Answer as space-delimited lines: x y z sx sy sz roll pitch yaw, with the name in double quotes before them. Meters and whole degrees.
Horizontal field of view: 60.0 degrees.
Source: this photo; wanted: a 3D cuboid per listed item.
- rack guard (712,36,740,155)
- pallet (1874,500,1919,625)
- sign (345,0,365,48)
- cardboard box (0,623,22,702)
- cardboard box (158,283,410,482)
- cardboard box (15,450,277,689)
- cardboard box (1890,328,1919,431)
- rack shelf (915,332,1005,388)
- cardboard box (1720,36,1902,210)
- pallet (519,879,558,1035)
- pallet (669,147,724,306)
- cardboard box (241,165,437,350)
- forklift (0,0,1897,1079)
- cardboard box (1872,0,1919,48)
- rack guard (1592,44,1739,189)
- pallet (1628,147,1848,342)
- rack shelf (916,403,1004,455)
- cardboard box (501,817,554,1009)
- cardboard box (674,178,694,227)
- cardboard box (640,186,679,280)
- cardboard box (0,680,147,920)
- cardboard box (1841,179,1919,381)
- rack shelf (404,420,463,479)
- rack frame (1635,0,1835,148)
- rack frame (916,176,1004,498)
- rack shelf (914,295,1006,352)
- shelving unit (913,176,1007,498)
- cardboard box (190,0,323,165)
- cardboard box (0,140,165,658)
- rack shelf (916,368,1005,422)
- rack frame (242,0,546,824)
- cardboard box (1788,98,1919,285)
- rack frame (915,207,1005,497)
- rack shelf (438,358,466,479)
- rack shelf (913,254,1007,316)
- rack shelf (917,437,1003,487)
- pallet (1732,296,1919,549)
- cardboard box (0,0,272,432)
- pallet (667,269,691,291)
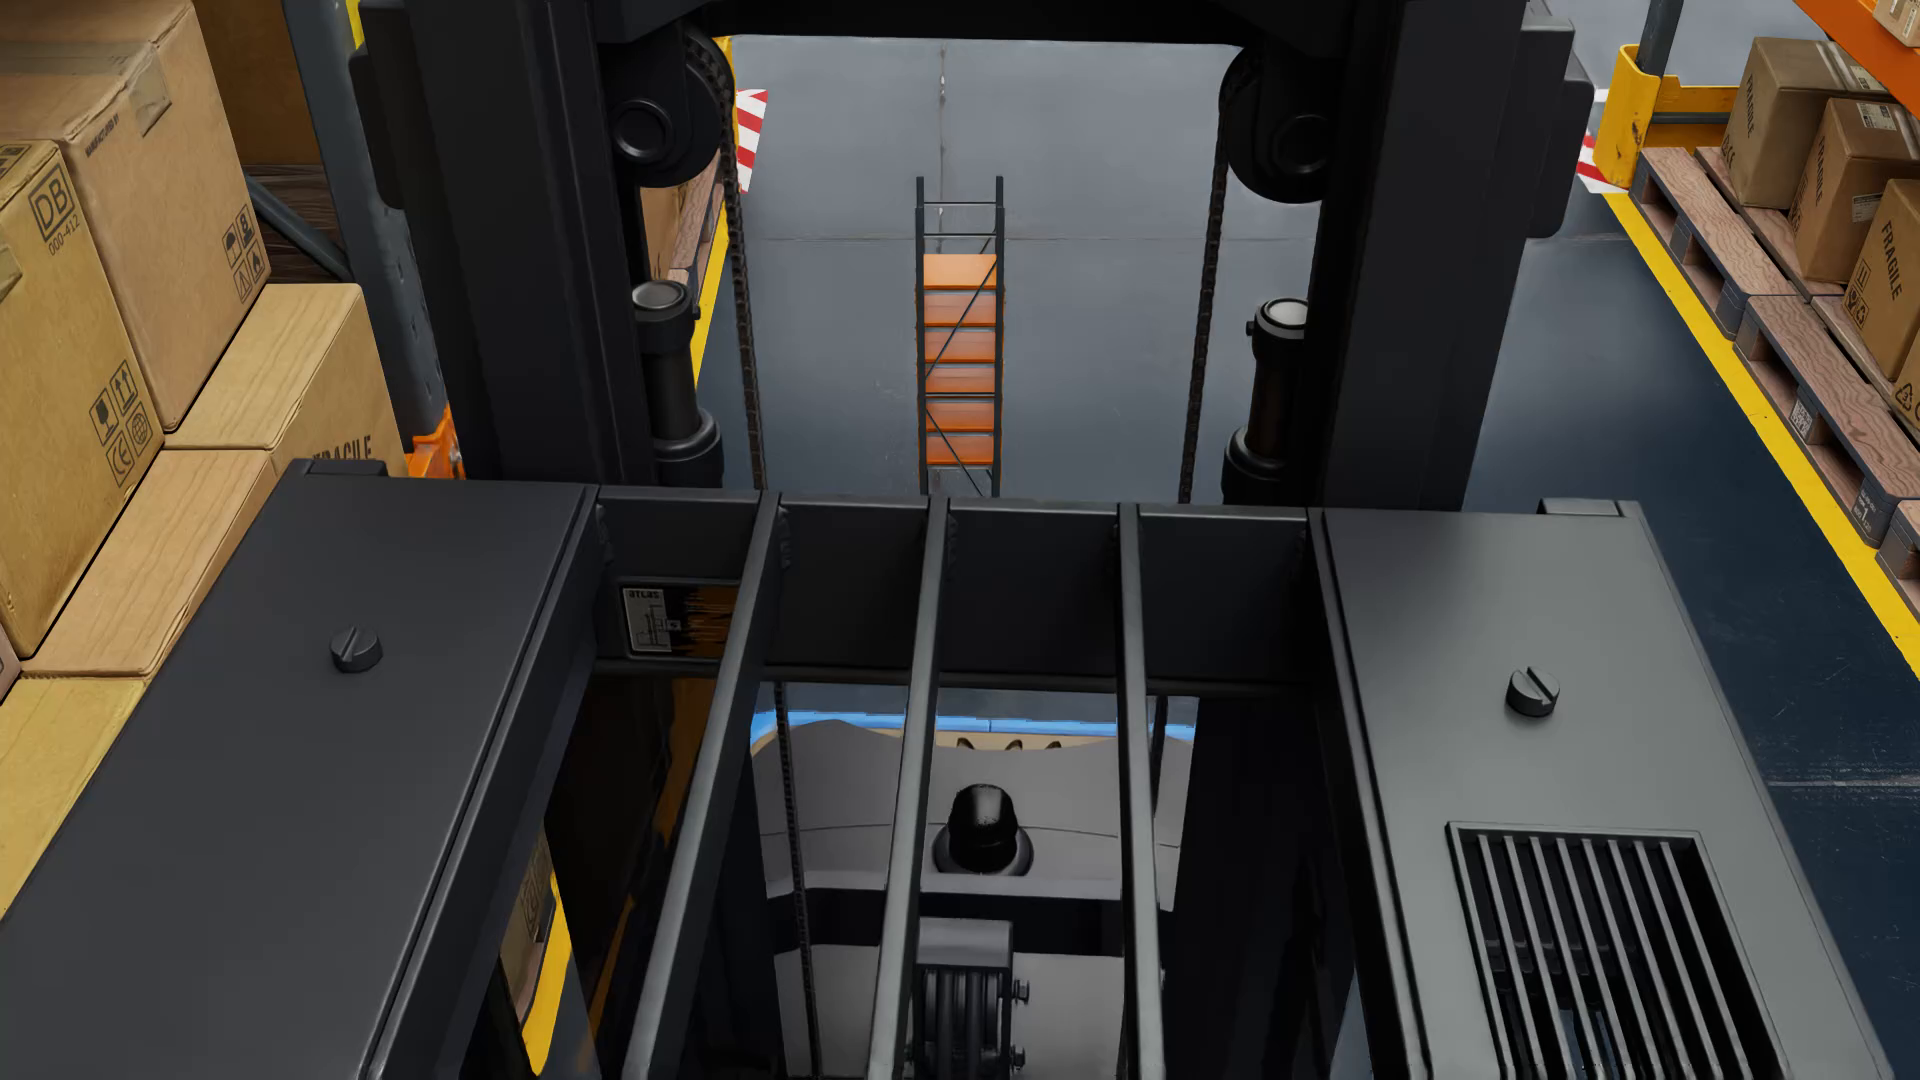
"rack guard" -1.580 -1.933 7.263 1.175 0.500 0.348 0 39 0
"pallet" 3.349 0.336 4.662 1.003 0.211 1.213 0 39 0
"sign" -1.033 -0.820 3.012 0.100 0.325 0.005 0 39 0
"cardboard box" -1.566 0.127 1.814 0.700 0.500 0.500 0 39 0
"cardboard box" -1.307 -0.105 2.903 0.500 0.500 0.500 0 39 0
"cardboard box" -1.307 0.211 2.508 0.500 0.500 0.500 0 39 -1
"cardboard box" 3.337 -0.518 5.160 0.500 0.500 0.500 -3 39 -4
"rack shelf" 0.000 -0.536 4.839 0.258 0.103 0.180 0 39 0
"cardboard box" 3.364 -1.632 6.551 0.500 0.500 0.500 7 39 8
"pallet" -1.499 1.178 3.611 1.003 0.211 1.213 0 39 0
"pallet" -1.501 -1.305 6.710 1.003 0.211 1.213 0 39 0
"cardboard box" -1.588 -0.681 3.582 0.875 0.550 0.550 0 39 0
"forklift" -0.021 0.943 1.730 1.130 2.935 3.031 2 39 2
"cardboard box" 3.047 -1.619 5.073 0.380 0.149 0.250 0 39 0
"rack guard" 3.380 -1.811 7.110 1.175 0.500 0.348 0 39 0
"pallet" 3.346 -1.190 6.566 1.003 0.211 1.213 0 39 0
"rack shelf" 0.000 -0.349 4.989 0.258 0.103 0.180 0 39 0
"cardboard box" -1.485 0.710 3.429 1.050 0.750 0.750 0 39 0
"cardboard box" -1.513 -1.804 6.466 0.875 0.875 0.875 0 39 0
"cardboard box" -1.510 -1.254 5.780 0.875 0.875 0.875 -1 39 -1
"cardboard box" -1.306 0.527 2.114 0.500 0.500 0.500 0 39 0
"cardboard box" 3.381 -0.867 5.596 0.500 0.500 0.500 3 39 4
"rack shelf" -1.573 1.139 2.005 1.077 0.370 4.000 0 39 0
"rack frame" 3.380 -2.834 6.388 1.000 3.000 0.127 0 39 0
"rack frame" 0.000 -0.534 4.957 0.240 1.200 0.006 0 39 0
"rack shelf" 0.000 -0.630 4.764 0.258 0.103 0.180 0 39 0
"shelving unit" 0.000 -0.477 4.886 0.258 1.200 0.189 0 39 0
"cardboard box" -1.541 -1.103 3.244 0.875 0.550 0.550 0 39 0
"cardboard box" -1.566 -0.189 2.208 0.700 0.500 0.500 -1 39 -1
"rack shelf" 0.000 -0.443 4.914 0.258 0.103 0.180 0 39 0
"rack frame" -1.575 -0.392 3.341 1.000 3.000 0.127 0 39 0
"cardboard box" 3.399 -1.258 6.084 0.500 0.500 0.500 10 40 12
"rack frame" 0.000 -0.420 4.815 0.240 1.200 0.006 0 39 0
"rack shelf" -1.578 -1.362 5.126 1.077 0.370 4.000 0 39 0
"rack shelf" 0.000 -0.724 4.689 0.258 0.103 0.180 0 39 0
"rack shelf" 0.000 -0.255 5.064 0.258 0.103 0.180 0 39 0
"pallet" 3.344 -0.429 5.617 1.003 0.211 1.213 0 39 0
"cardboard box" -1.569 -0.511 2.609 0.700 0.500 0.500 -1 39 -1
"pallet" -1.502 -0.544 5.761 1.003 0.211 1.213 0 39 0
